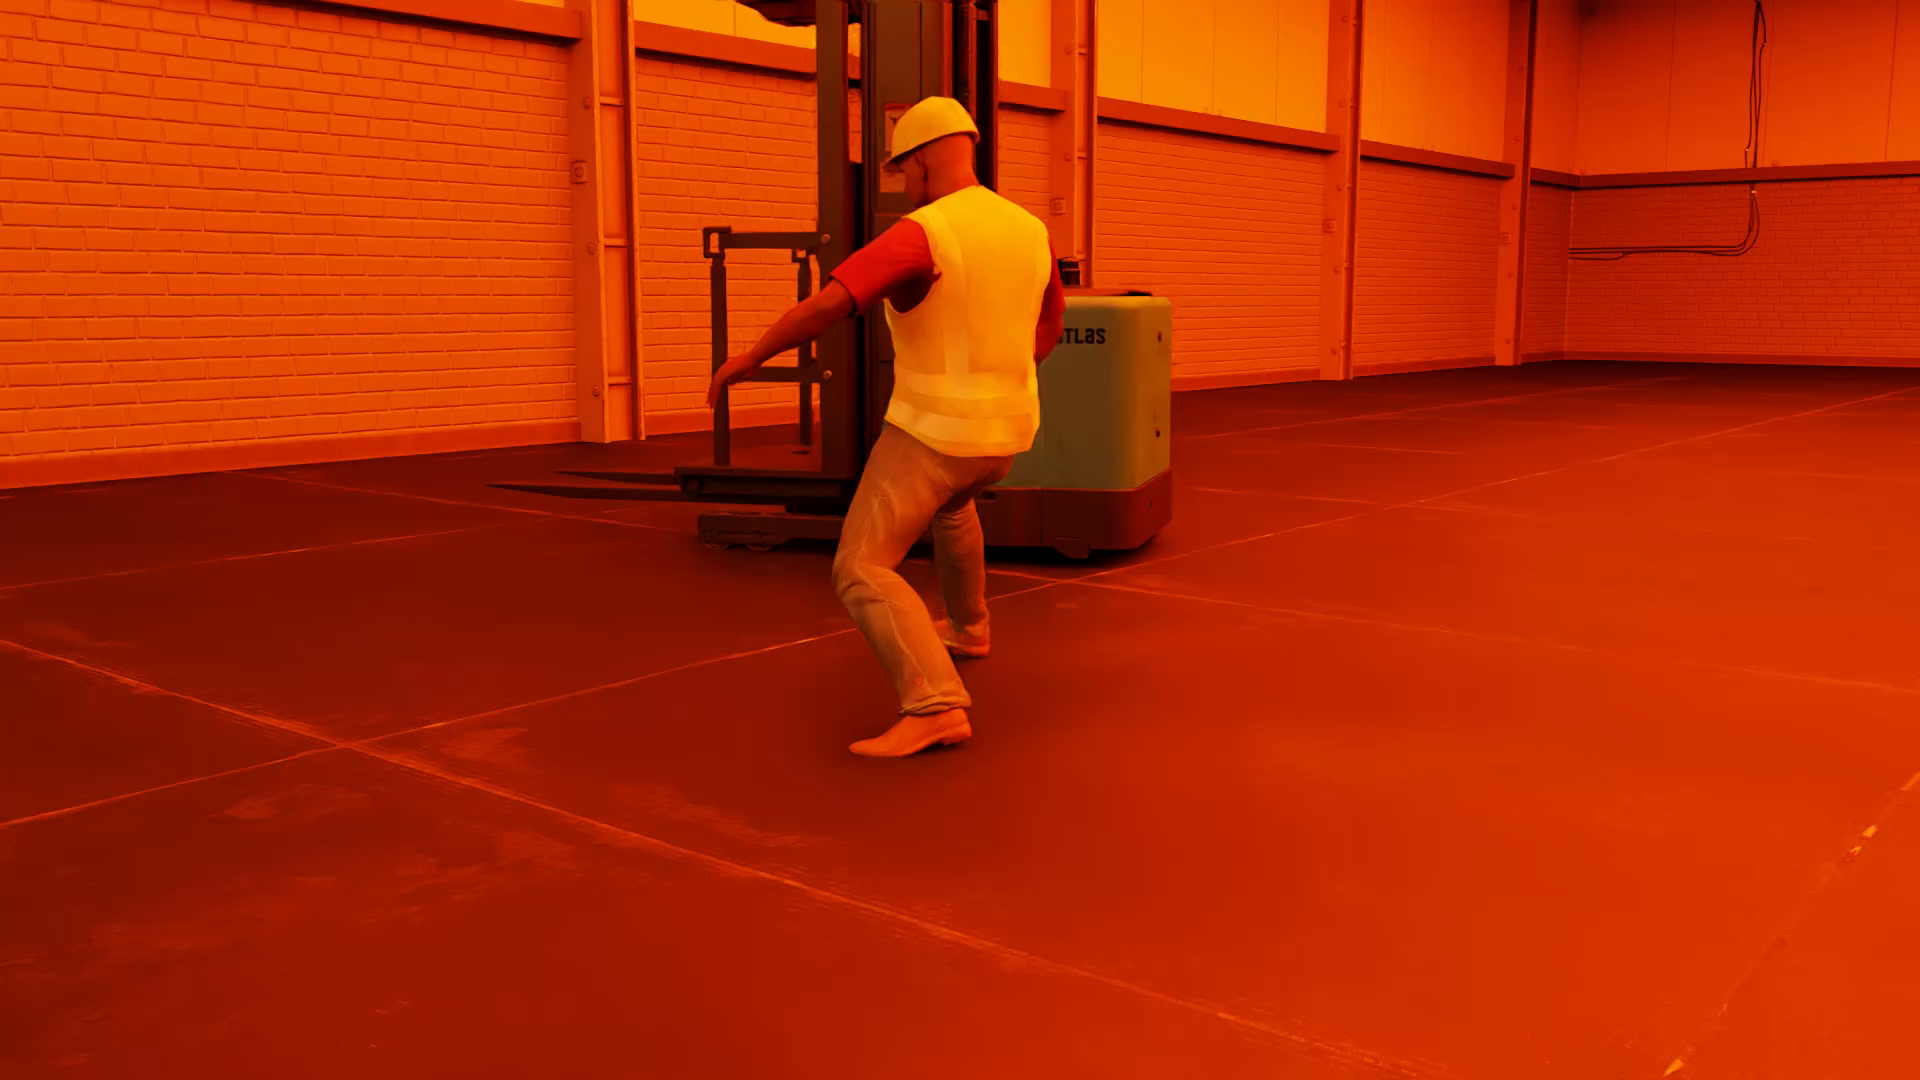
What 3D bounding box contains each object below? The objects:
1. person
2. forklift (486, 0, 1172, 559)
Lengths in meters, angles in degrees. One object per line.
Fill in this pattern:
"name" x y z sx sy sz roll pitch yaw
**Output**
"person" -0.125 -0.340 4.391 0.929 1.613 1.028 8 12 44
"forklift" -0.621 -1.468 7.314 3.031 2.935 1.130 2 9 16
